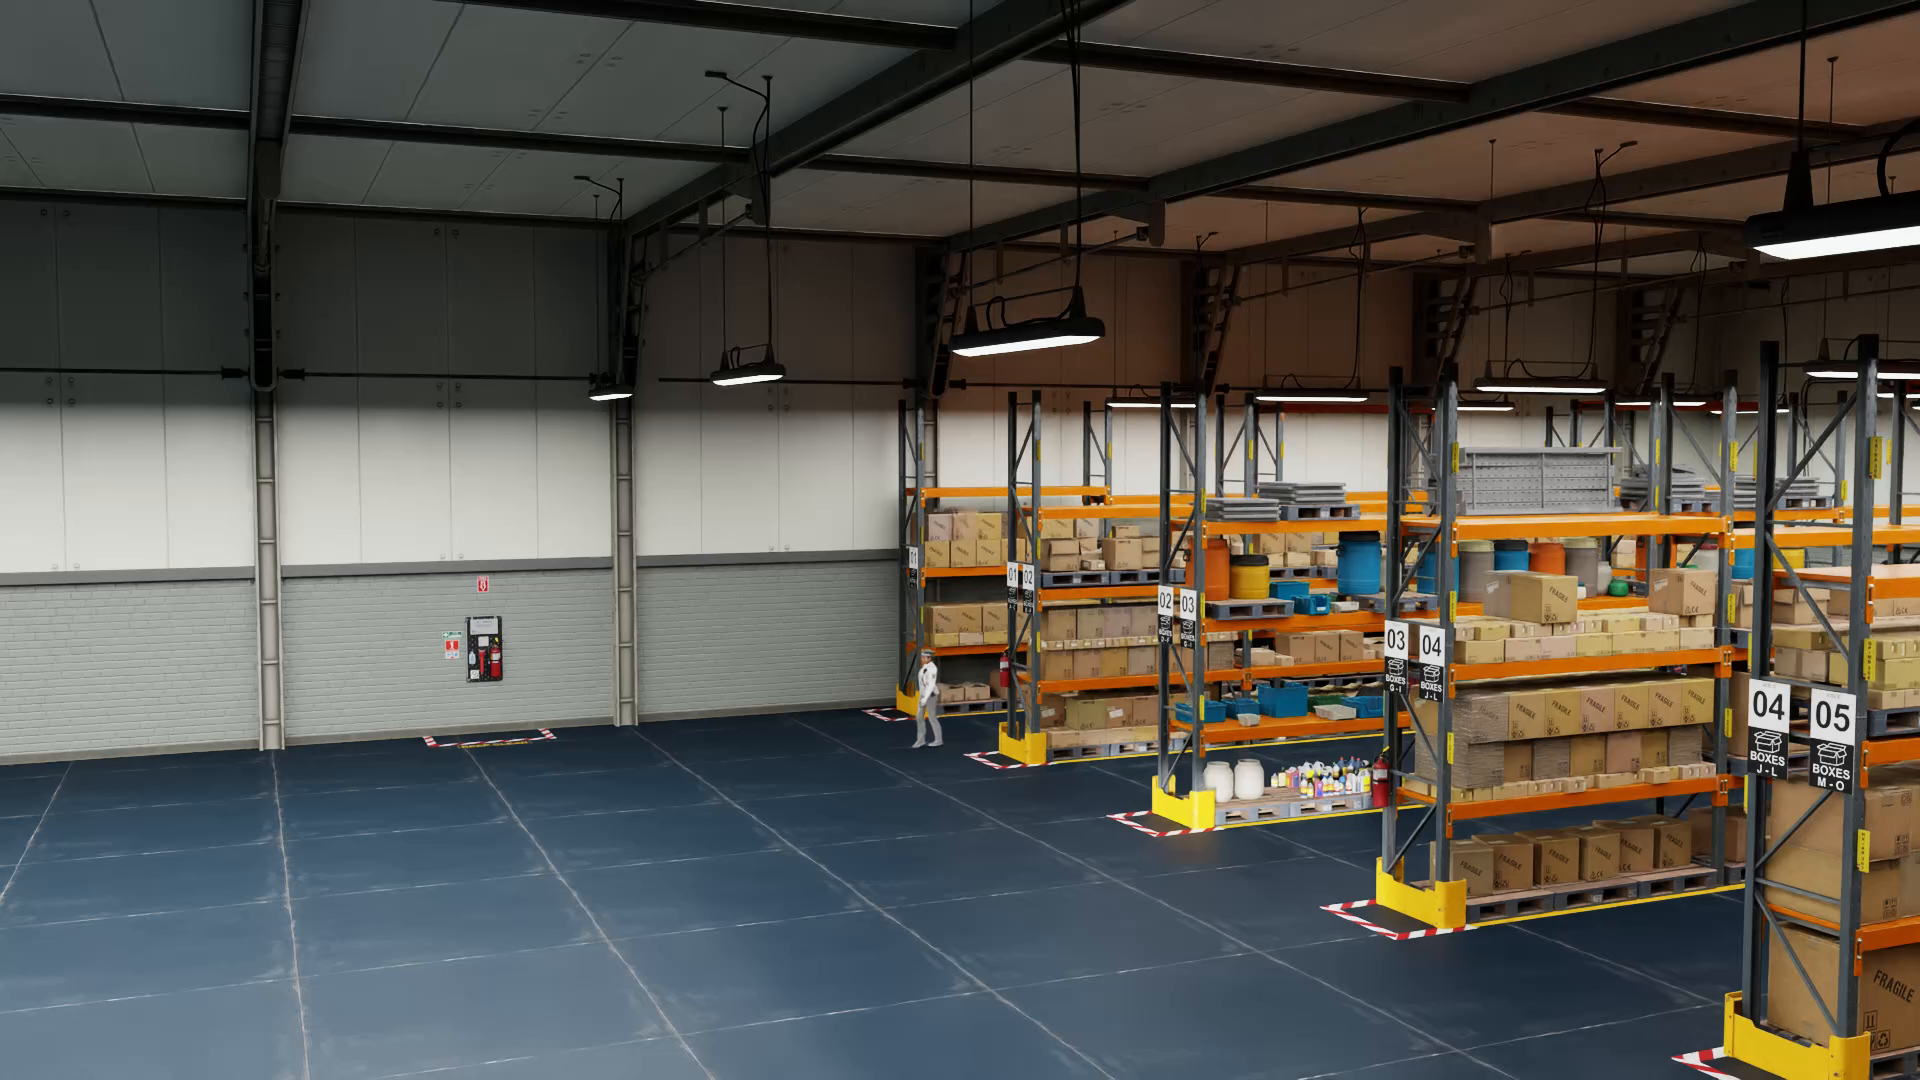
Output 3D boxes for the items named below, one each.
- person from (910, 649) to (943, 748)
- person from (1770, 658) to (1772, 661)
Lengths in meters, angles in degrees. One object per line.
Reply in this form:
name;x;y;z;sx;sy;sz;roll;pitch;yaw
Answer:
person;-0.561;2.703;28.185;0.537;1.703;0.526;-1;4;-23
person;14.424;2.605;29.441;0.643;1.682;0.694;-1;3;-15
